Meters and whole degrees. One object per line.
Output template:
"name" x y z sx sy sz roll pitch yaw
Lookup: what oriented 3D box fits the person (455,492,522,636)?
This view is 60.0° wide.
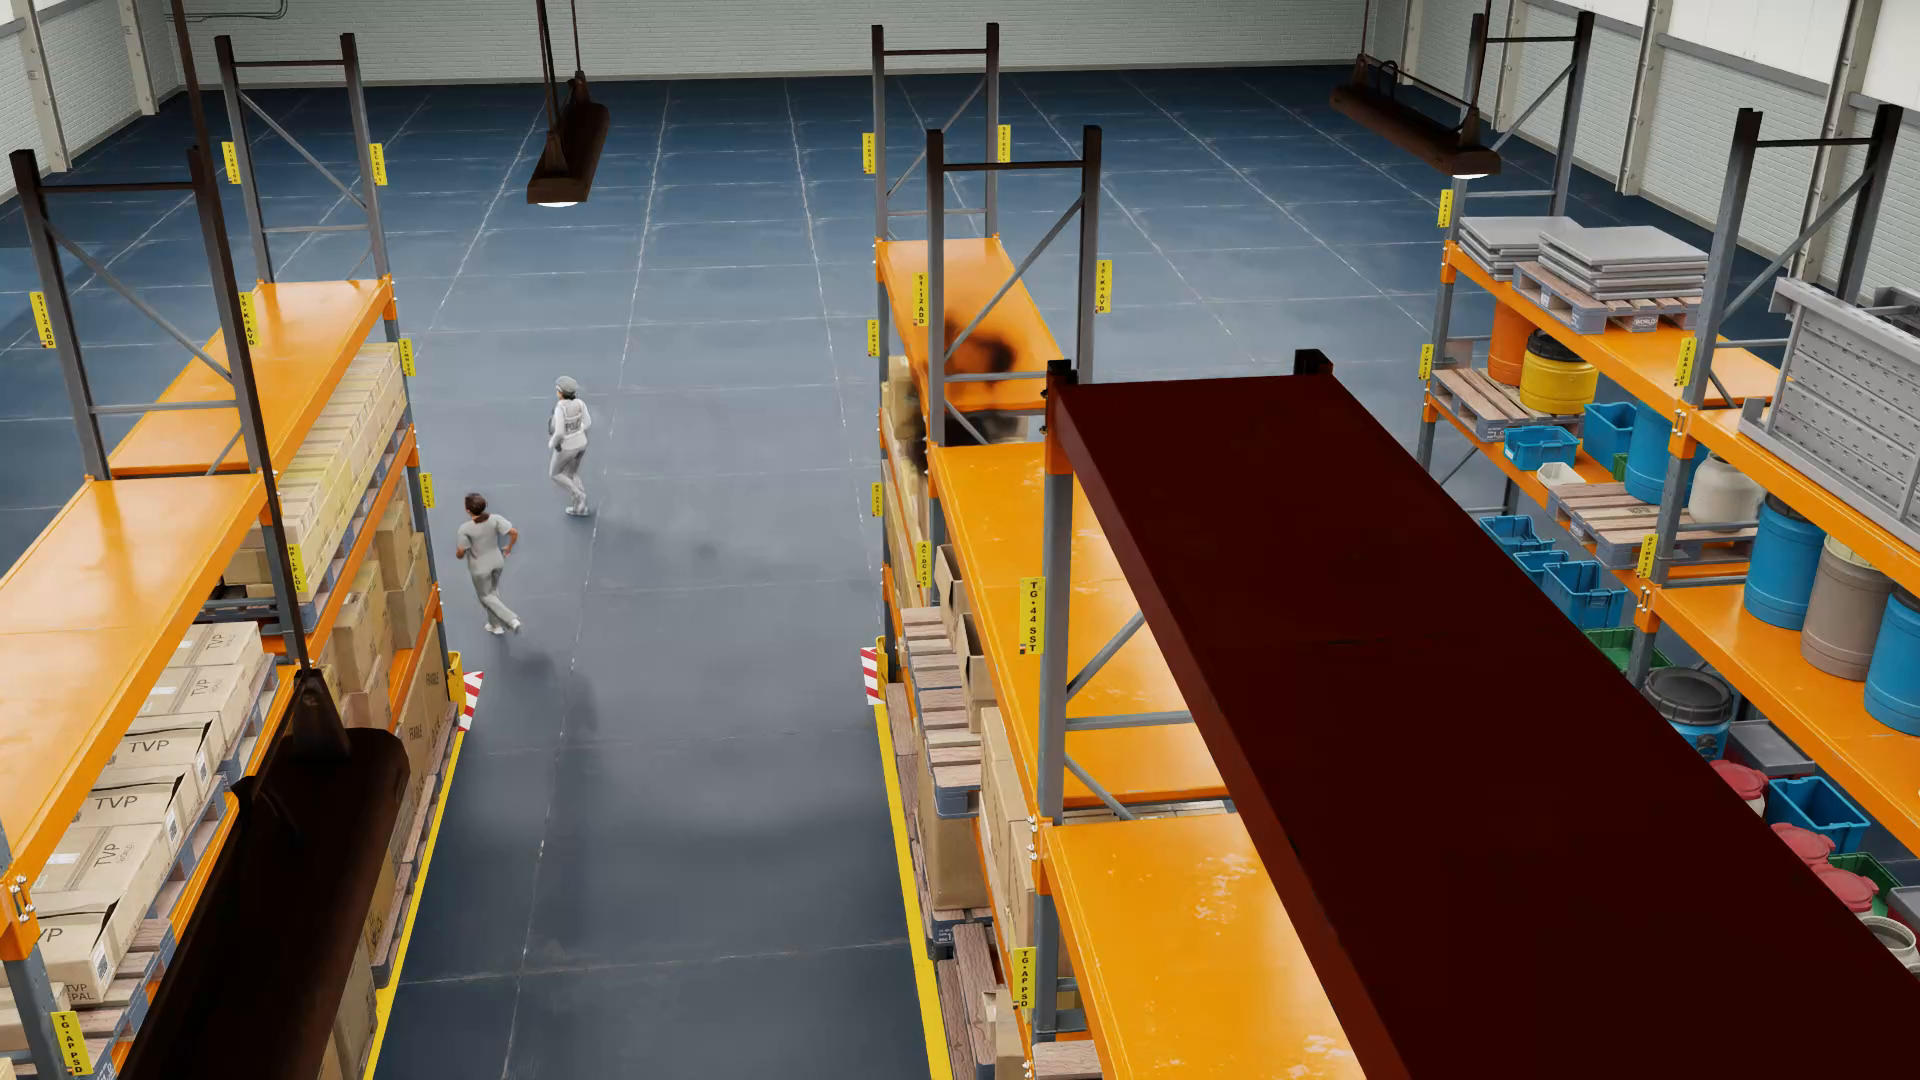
"person" -4.581 0.269 16.067 0.604 1.651 0.719 -22 33 -38

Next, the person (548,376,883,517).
"person" -2.604 -0.484 17.095 5.553 2.084 1.594 16 30 30

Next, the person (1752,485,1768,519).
"person" 8.874 -0.635 18.057 0.996 1.636 0.625 6 26 12
